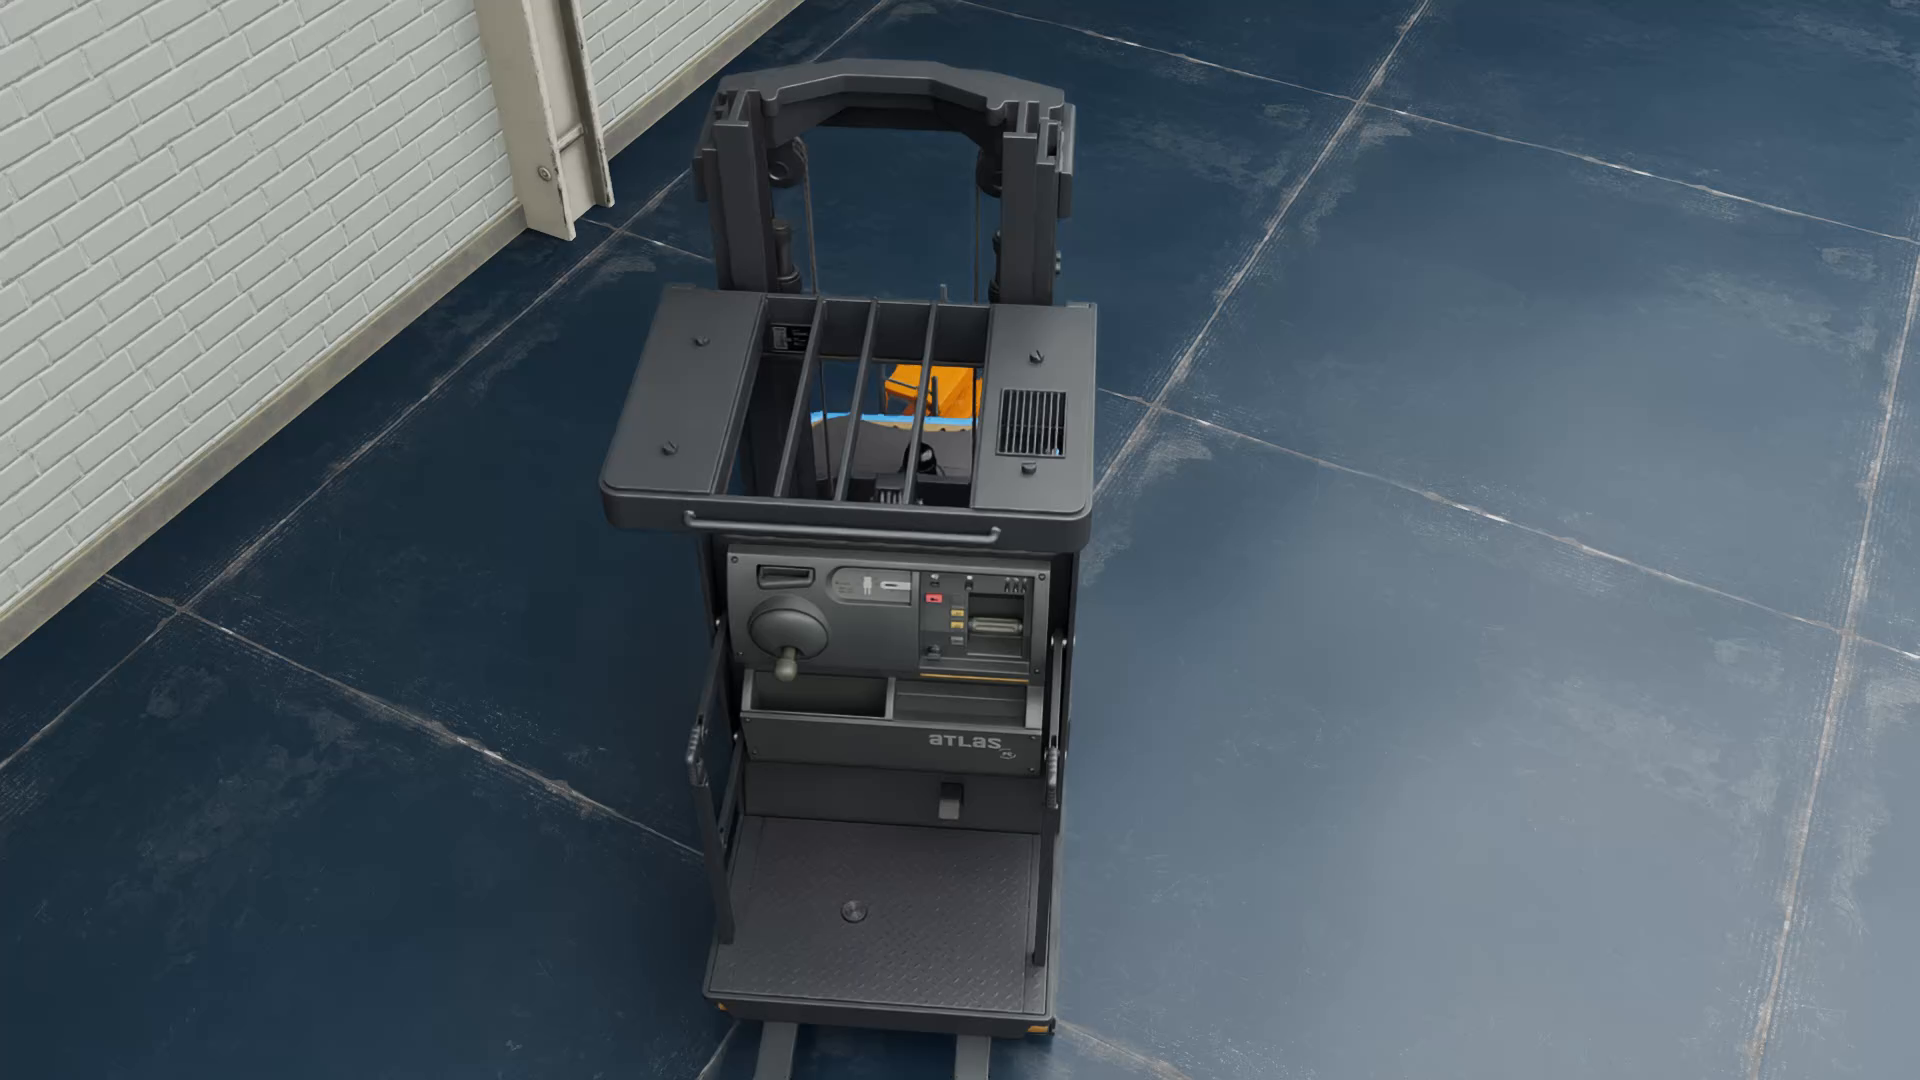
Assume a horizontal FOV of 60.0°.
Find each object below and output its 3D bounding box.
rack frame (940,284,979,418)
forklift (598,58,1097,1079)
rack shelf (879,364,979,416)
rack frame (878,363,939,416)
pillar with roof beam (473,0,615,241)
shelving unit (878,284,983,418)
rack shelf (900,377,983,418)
[{"bbox_3d":[0.034,-0.508,6.688,0.240,1.200,0.015,20,49,19],"label":"rack frame"},{"bbox_3d":[-0.223,0.322,4.651,1.130,2.935,3.031,3,45,3],"label":"forklift"},{"bbox_3d":[-0.076,-0.629,6.256,0.258,0.148,0.480,20,49,19],"label":"rack shelf"},{"bbox_3d":[-0.187,-0.198,6.382,0.240,1.200,0.015,20,49,19],"label":"rack frame"},{"bbox_3d":[1.765,-3.453,4.116,9.100,9.000,0.400,20,49,19],"label":"pillar with roof beam"},{"bbox_3d":[-0.076,-0.353,6.535,0.258,1.200,0.503,20,49,19],"label":"shelving unit"},{"bbox_3d":[-0.076,-0.463,6.424,0.258,0.148,0.480,20,49,19],"label":"rack shelf"}]
